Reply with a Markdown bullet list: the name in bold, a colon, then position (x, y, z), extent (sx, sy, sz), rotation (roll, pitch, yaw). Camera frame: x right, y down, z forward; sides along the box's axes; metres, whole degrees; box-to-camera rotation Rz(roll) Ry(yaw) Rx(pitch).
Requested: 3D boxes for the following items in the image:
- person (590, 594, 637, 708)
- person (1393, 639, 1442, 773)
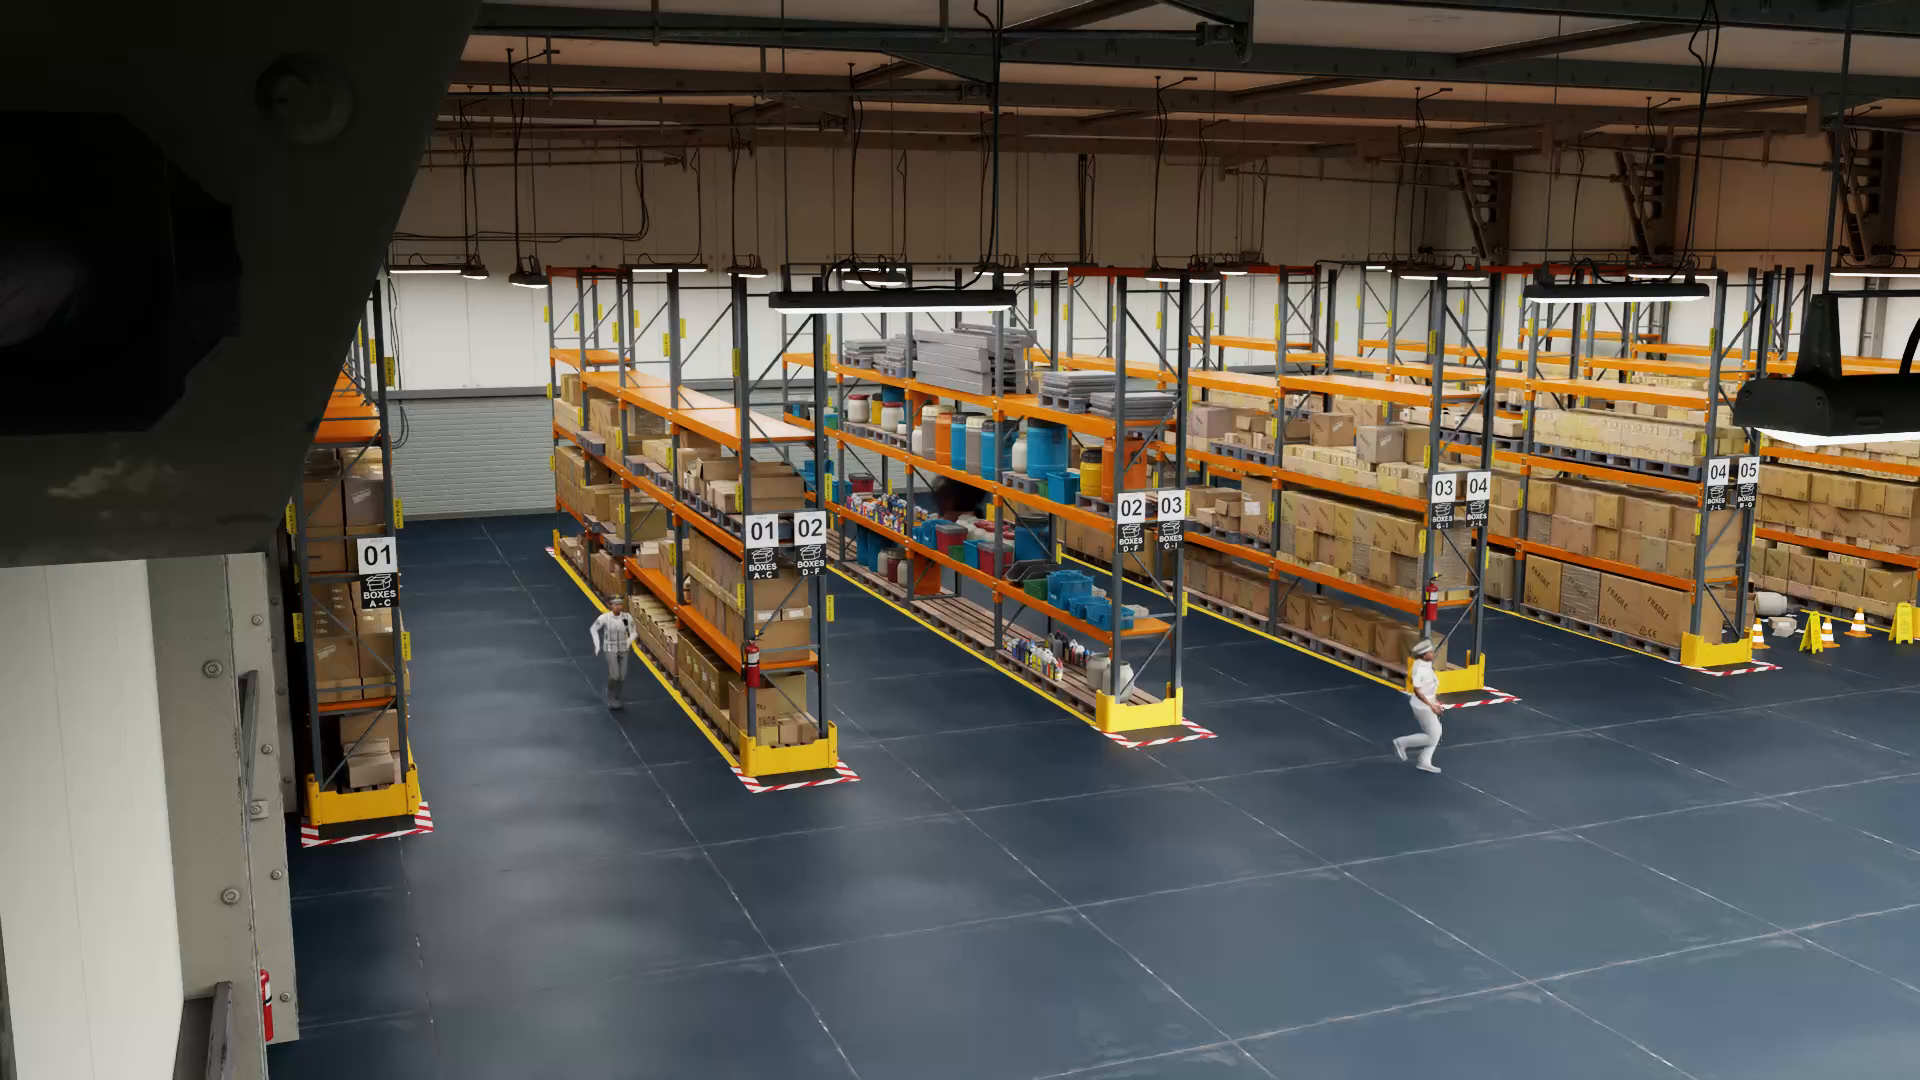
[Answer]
- **person**: position (-4.741, 1.542, 22.956), extent (0.583, 1.647, 0.700), rotation (-5, 11, -28)
- **person**: position (5.619, 2.024, 20.356), extent (0.593, 1.664, 0.583), rotation (2, 10, 11)
